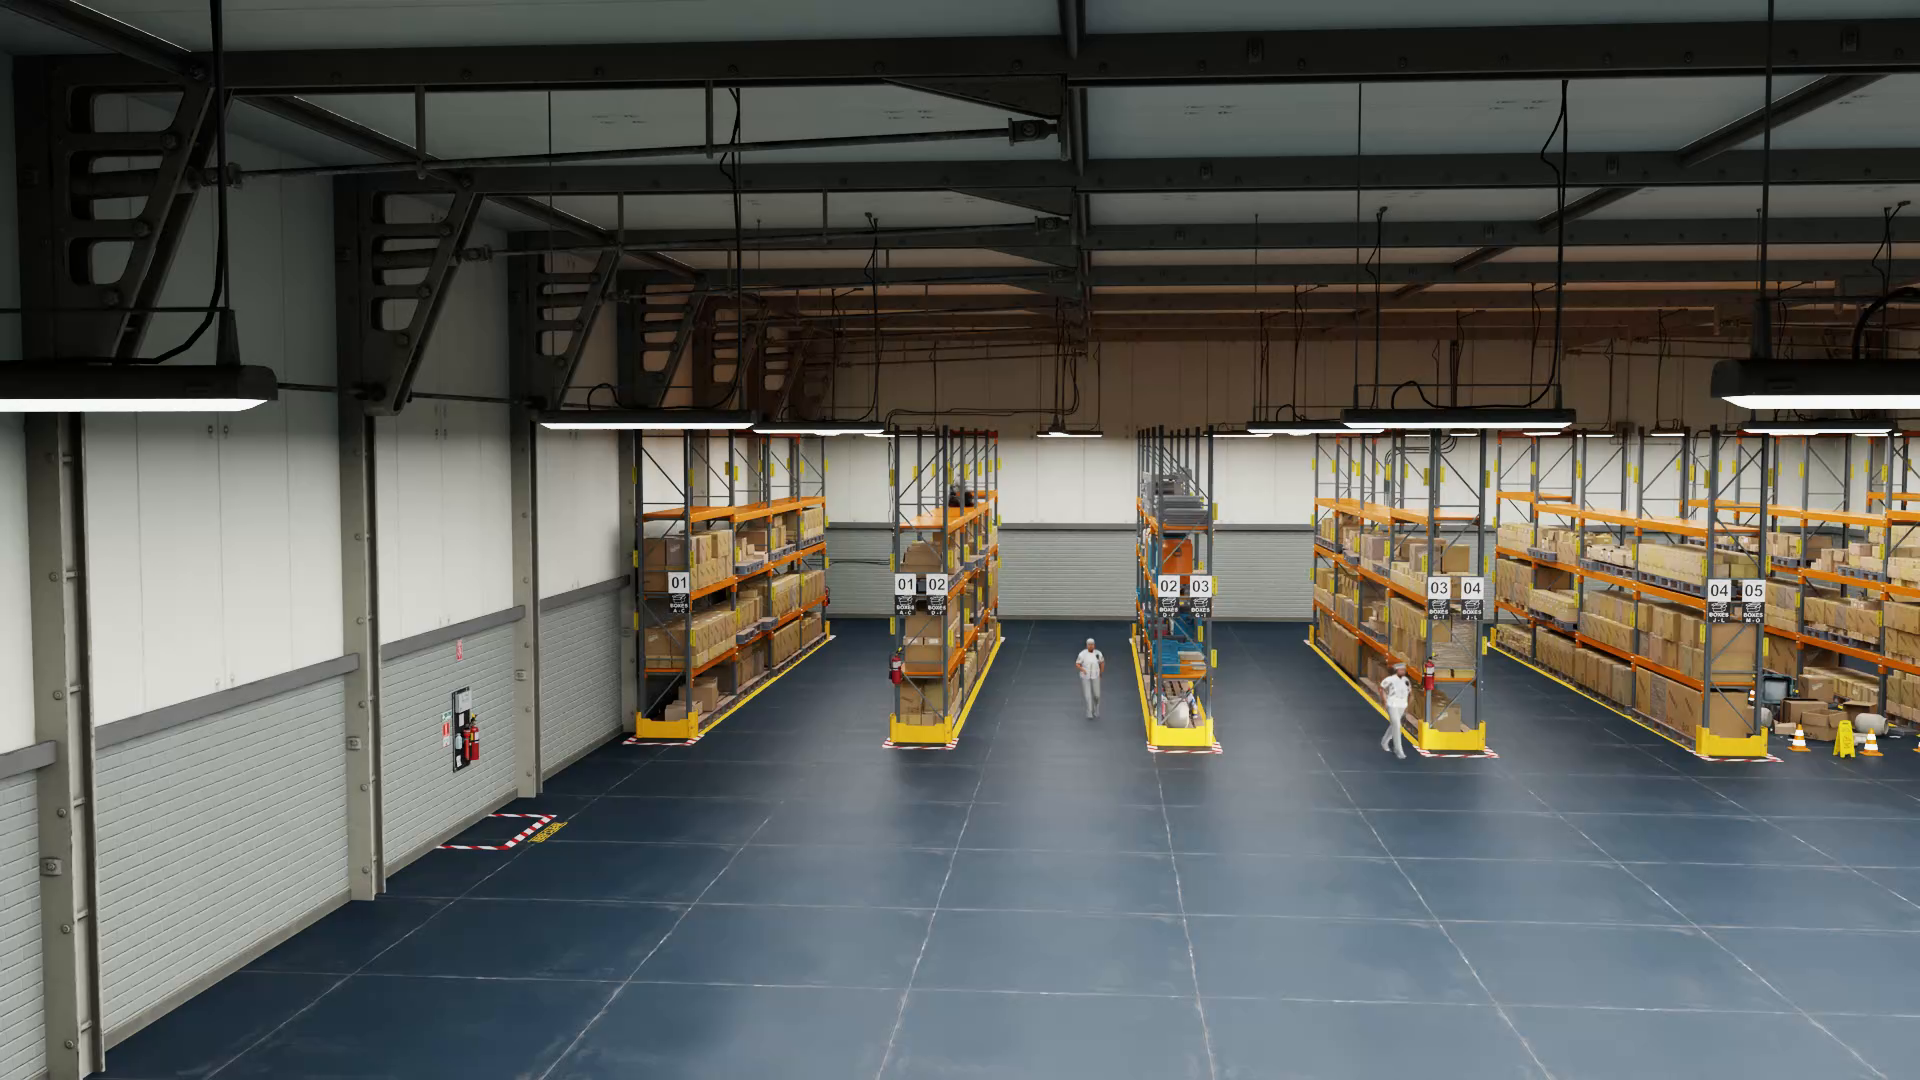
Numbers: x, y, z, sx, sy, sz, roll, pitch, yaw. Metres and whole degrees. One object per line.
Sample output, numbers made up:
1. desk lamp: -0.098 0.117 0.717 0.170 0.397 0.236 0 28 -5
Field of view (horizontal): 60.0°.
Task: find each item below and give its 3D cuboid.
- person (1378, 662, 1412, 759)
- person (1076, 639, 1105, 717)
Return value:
1. person: 7.938 3.059 30.211 0.564 1.722 0.831 -1 4 -22
2. person: 2.688 2.844 34.239 0.603 1.628 0.573 0 3 2
